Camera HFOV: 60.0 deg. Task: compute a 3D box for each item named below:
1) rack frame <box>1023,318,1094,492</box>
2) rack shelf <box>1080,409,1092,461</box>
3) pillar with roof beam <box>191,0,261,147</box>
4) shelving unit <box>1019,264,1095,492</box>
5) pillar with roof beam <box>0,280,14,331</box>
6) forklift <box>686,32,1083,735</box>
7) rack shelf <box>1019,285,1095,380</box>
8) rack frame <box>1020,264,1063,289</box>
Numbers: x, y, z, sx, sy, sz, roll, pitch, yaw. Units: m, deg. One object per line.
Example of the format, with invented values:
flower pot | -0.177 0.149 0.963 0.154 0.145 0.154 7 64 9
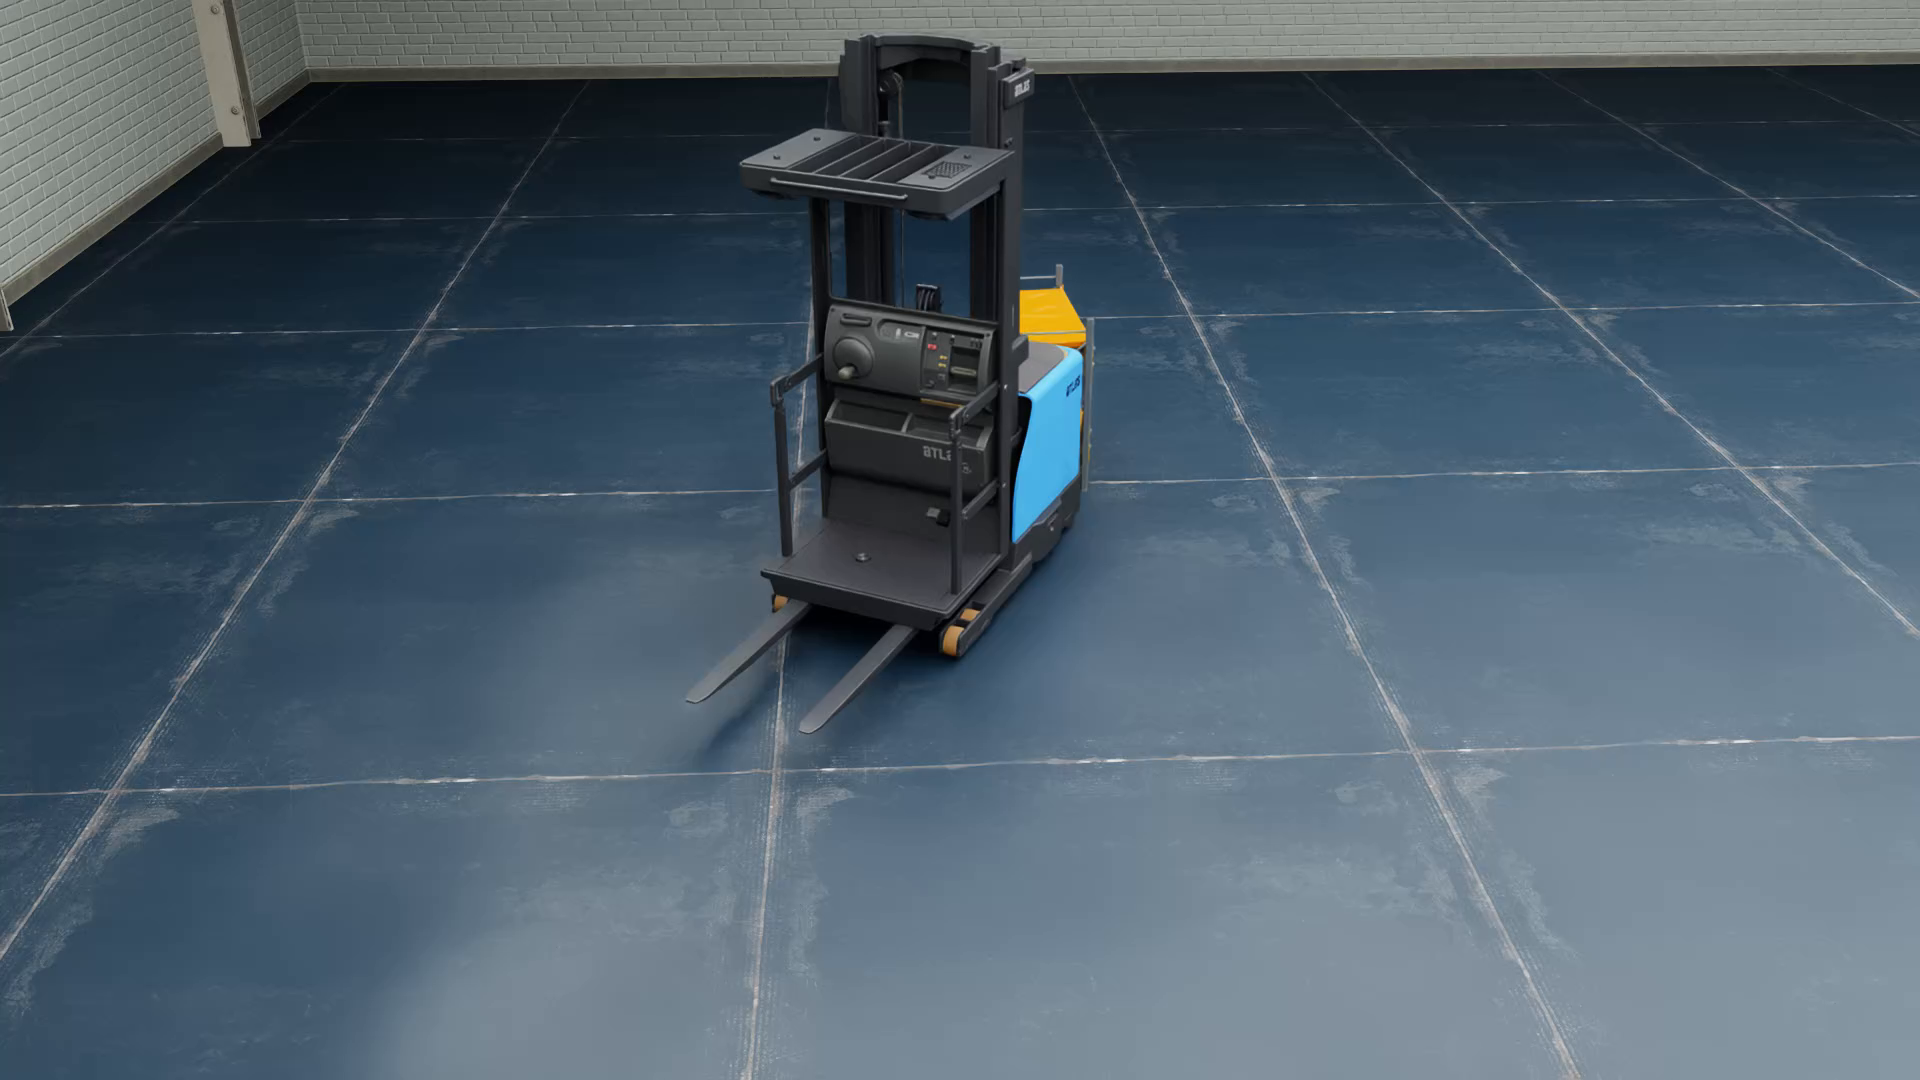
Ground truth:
rack frame | 0.542 -0.794 10.056 0.500 1.125 0.032 -3 28 -6
rack shelf | 0.478 -0.811 10.617 0.538 0.278 1.000 -3 28 -6
pillar with roof beam | -3.495 -8.413 16.149 9.100 9.000 0.400 -1 28 -3
shelving unit | 0.478 -1.027 10.504 0.538 1.125 1.048 -3 28 -6
pillar with roof beam | -3.181 -5.642 10.836 9.100 9.000 0.400 -1 28 -3
forklift | -0.357 -0.919 8.342 1.130 2.935 3.031 12 30 22
rack shelf | 0.478 -1.287 10.368 0.538 0.278 1.000 -3 28 -6
rack frame | 0.413 -1.261 10.951 0.500 1.125 0.032 -3 28 -6
